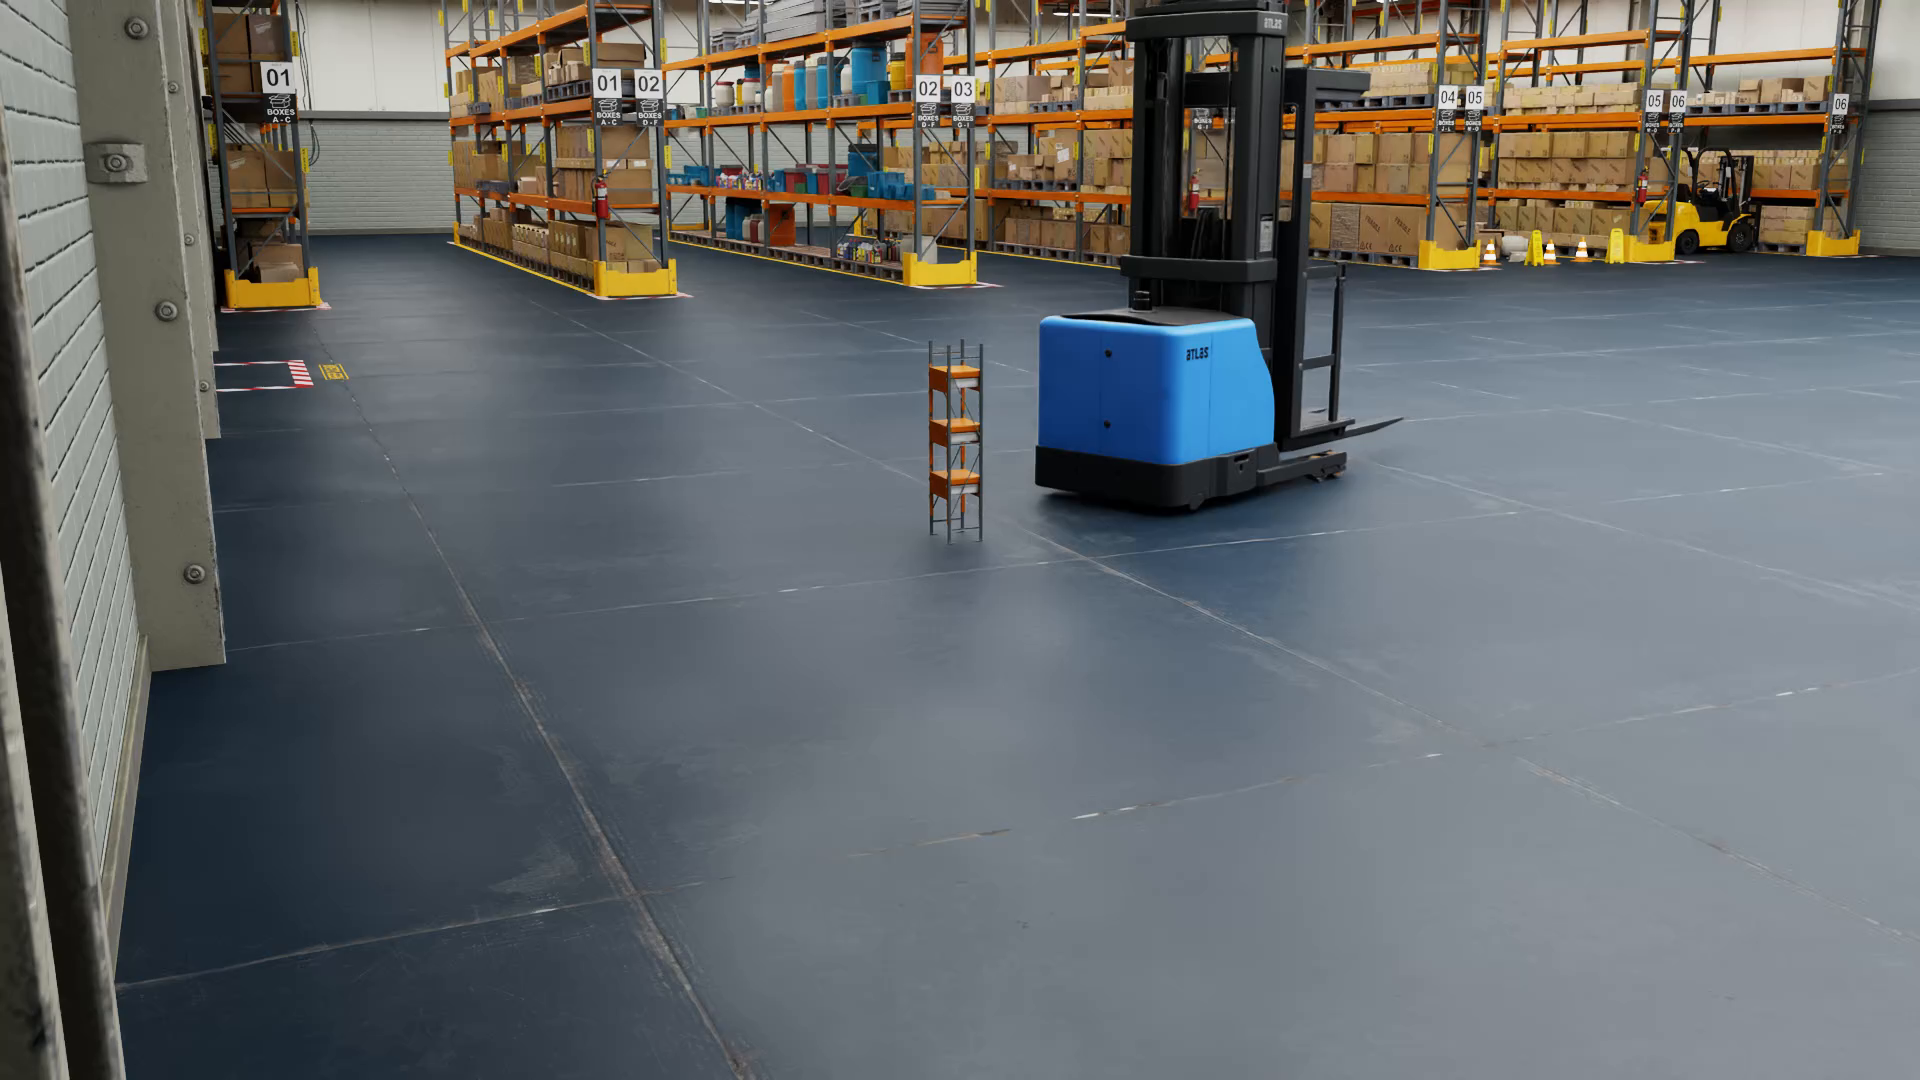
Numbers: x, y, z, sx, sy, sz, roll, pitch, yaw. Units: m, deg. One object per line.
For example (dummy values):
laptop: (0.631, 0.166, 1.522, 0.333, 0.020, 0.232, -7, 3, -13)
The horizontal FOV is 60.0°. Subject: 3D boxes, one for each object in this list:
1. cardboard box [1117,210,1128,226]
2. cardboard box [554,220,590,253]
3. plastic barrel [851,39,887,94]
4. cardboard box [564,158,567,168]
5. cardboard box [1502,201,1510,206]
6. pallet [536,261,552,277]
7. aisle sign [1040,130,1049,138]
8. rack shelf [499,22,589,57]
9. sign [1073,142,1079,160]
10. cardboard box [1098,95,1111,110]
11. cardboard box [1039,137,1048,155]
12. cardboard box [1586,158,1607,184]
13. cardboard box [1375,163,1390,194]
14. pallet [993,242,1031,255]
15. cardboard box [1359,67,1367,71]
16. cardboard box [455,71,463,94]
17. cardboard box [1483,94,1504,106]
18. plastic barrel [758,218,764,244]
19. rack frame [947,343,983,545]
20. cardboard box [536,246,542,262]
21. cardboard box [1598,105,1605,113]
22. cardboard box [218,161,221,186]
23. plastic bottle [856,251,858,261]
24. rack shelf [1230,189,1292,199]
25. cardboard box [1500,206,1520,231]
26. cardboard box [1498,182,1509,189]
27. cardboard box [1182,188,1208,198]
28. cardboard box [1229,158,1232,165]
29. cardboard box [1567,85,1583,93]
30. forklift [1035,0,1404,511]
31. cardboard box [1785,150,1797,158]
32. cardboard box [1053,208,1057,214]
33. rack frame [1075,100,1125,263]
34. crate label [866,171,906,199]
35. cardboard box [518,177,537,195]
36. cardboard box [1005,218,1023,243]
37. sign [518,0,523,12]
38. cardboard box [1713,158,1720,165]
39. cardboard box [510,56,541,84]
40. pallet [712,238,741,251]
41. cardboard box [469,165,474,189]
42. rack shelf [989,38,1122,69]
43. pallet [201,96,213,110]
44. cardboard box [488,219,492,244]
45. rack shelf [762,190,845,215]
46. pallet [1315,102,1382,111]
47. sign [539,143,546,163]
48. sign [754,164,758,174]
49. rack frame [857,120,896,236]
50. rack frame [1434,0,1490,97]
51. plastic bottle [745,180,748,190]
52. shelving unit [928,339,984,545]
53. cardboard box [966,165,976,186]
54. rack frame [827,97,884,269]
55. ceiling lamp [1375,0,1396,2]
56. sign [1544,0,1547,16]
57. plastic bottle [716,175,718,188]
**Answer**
cardboard box: (4.123, -7.701, 40.103, 0.500, 0.500, 0.500, -5, 14, -21)
cardboard box: (-6.282, -4.920, 26.981, 0.500, 0.500, 0.500, -6, 14, -23)
plastic barrel: (-1.548, -8.058, 28.340, 0.600, 0.901, 0.708, -6, 14, -23)
cardboard box: (-6.147, -6.049, 26.695, 0.380, 0.149, 0.250, -6, 14, -23)
cardboard box: (14.017, -8.534, 42.264, 0.380, 0.149, 0.250, -5, 14, -21)
pallet: (-6.720, -4.707, 28.739, 1.003, 0.211, 1.213, -6, 14, -23)
aisle sign: (2.164, -10.972, 43.857, 0.394, 0.787, 0.004, -6, 14, -23)
rack shelf: (-7.190, -8.707, 29.017, 1.077, 0.370, 4.000, -6, 14, -23)
sign: (2.182, -7.324, 31.295, 0.100, 0.325, 0.005, -6, 14, -23)
cardboard box: (2.852, -7.974, 30.352, 0.500, 0.250, 0.500, -6, 14, -23)
cardboard box: (2.404, -10.281, 43.540, 0.500, 0.500, 0.500, -6, 14, -23)
cardboard box: (12.706, -7.264, 32.723, 0.500, 0.500, 0.500, -6, 14, -23)
cardboard box: (8.337, -6.796, 31.248, 0.875, 0.550, 0.550, -6, 14, -23)
pallet: (1.399, -6.117, 34.832, 1.003, 0.211, 1.213, -6, 14, -23)
cardboard box: (7.718, -8.798, 31.216, 0.380, 0.149, 0.250, -6, 14, -23)
cardboard box: (-10.852, -10.178, 37.100, 0.700, 0.500, 0.500, -6, 14, -23)
cardboard box: (11.403, -9.406, 35.609, 0.500, 0.250, 0.500, -6, 14, -24)
plastic barrel: (-3.971, -6.390, 34.415, 0.421, 0.512, 0.421, 0, 13, 0)
rack frame: (0.027, -0.497, 8.690, 0.200, 1.050, 0.008, -6, 14, -23)
cardboard box: (-7.022, -4.946, 28.754, 0.500, 0.250, 0.500, -6, 14, -24)
cardboard box: (12.727, -8.432, 32.553, 0.380, 0.149, 0.250, -6, 14, -23)
cardboard box: (-12.959, -6.572, 29.688, 0.500, 0.500, 0.500, -6, 14, -23)
plastic bottle: (-1.738, -4.911, 28.665, 0.097, 0.201, 0.097, 0, 13, 0)
rack shelf: (6.473, -7.301, 35.357, 1.077, 0.370, 4.000, -6, 14, -23)
cardboard box: (11.759, -6.790, 35.058, 0.500, 0.500, 0.500, -5, 14, -20)
cardboard box: (11.602, -7.489, 35.134, 0.380, 0.149, 0.250, -6, 14, -23)
cardboard box: (3.988, -5.902, 28.276, 0.380, 0.149, 0.250, -6, 14, -23)
cardboard box: (6.047, -8.402, 36.081, 0.700, 0.500, 0.500, -6, 14, -24)
cardboard box: (12.321, -8.964, 33.084, 0.380, 0.149, 0.250, -5, 14, -22)
forklift: (1.820, -1.864, 10.423, 1.130, 2.935, 3.031, 12, 17, 41)
cardboard box: (17.325, -7.993, 34.433, 0.380, 0.149, 0.250, -5, 14, -22)
cardboard box: (2.570, -8.574, 43.335, 0.380, 0.149, 0.250, -6, 14, -23)
rack frame: (2.689, -6.811, 31.645, 1.000, 3.000, 0.127, -6, 14, -23)
crate label: (-1.232, -5.910, 27.675, 0.502, 0.435, 0.616, -6, 14, -23)
cardboard box: (-7.810, -6.498, 30.489, 0.500, 0.311, 0.500, -6, 14, -24)
cardboard box: (1.374, -6.497, 34.858, 0.700, 0.500, 0.500, -6, 15, -26)
sign: (-9.087, -11.076, 34.346, 0.100, 0.325, 0.005, -6, 14, -23)
cardboard box: (16.573, -8.213, 36.045, 0.380, 0.149, 0.250, -6, 14, -24)
cardboard box: (-8.160, -8.831, 31.283, 0.500, 0.500, 0.500, -6, 14, -23)
pallet: (-4.782, -6.495, 36.463, 1.003, 0.211, 1.213, -6, 14, -23)
cardboard box: (-10.237, -7.805, 35.718, 0.500, 0.500, 0.500, -5, 14, -21)
rack shelf: (1.888, -9.601, 32.880, 1.077, 0.370, 4.000, -6, 14, -23)
pallet: (-12.835, -7.793, 29.653, 1.213, 0.211, 1.003, -5, 14, -20)
cardboard box: (-9.399, -6.335, 34.157, 0.500, 0.500, 0.500, -5, 14, -22)
rack shelf: (-2.650, -6.426, 31.578, 1.077, 0.370, 4.000, -6, 14, -23)
pallet: (7.593, -8.486, 32.428, 1.003, 0.211, 1.213, -6, 14, -23)
sign: (-6.882, -6.391, 27.440, 0.100, 0.325, 0.005, -6, 14, -23)
sign: (-4.549, -8.200, 37.035, 0.100, 0.325, 0.005, -6, 14, -23)
rack frame: (-2.117, -9.290, 42.357, 1.000, 3.000, 0.127, -6, 14, -23)
rack frame: (8.877, -9.334, 29.243, 1.000, 3.000, 0.127, -6, 14, -23)
plastic bottle: (-4.399, -7.352, 34.424, 0.097, 0.201, 0.097, 0, 13, 0)
shelving unit: (-0.021, -0.523, 8.799, 0.215, 1.050, 0.252, -6, 14, -23)
cardboard box: (0.468, -7.869, 35.995, 0.500, 0.500, 0.500, -6, 14, -23)
rack frame: (-1.849, -6.363, 29.712, 1.000, 3.000, 0.127, -6, 14, -23)
ceiling lamp: (11.434, -15.203, 41.654, 0.800, 3.185, 2.000, -6, 14, -23)
sign: (12.274, -11.167, 34.917, 0.100, 0.325, 0.005, -6, 14, -23)
plastic bottle: (-5.297, -7.845, 36.373, 0.061, 0.283, 0.133, -6, 14, -23)
